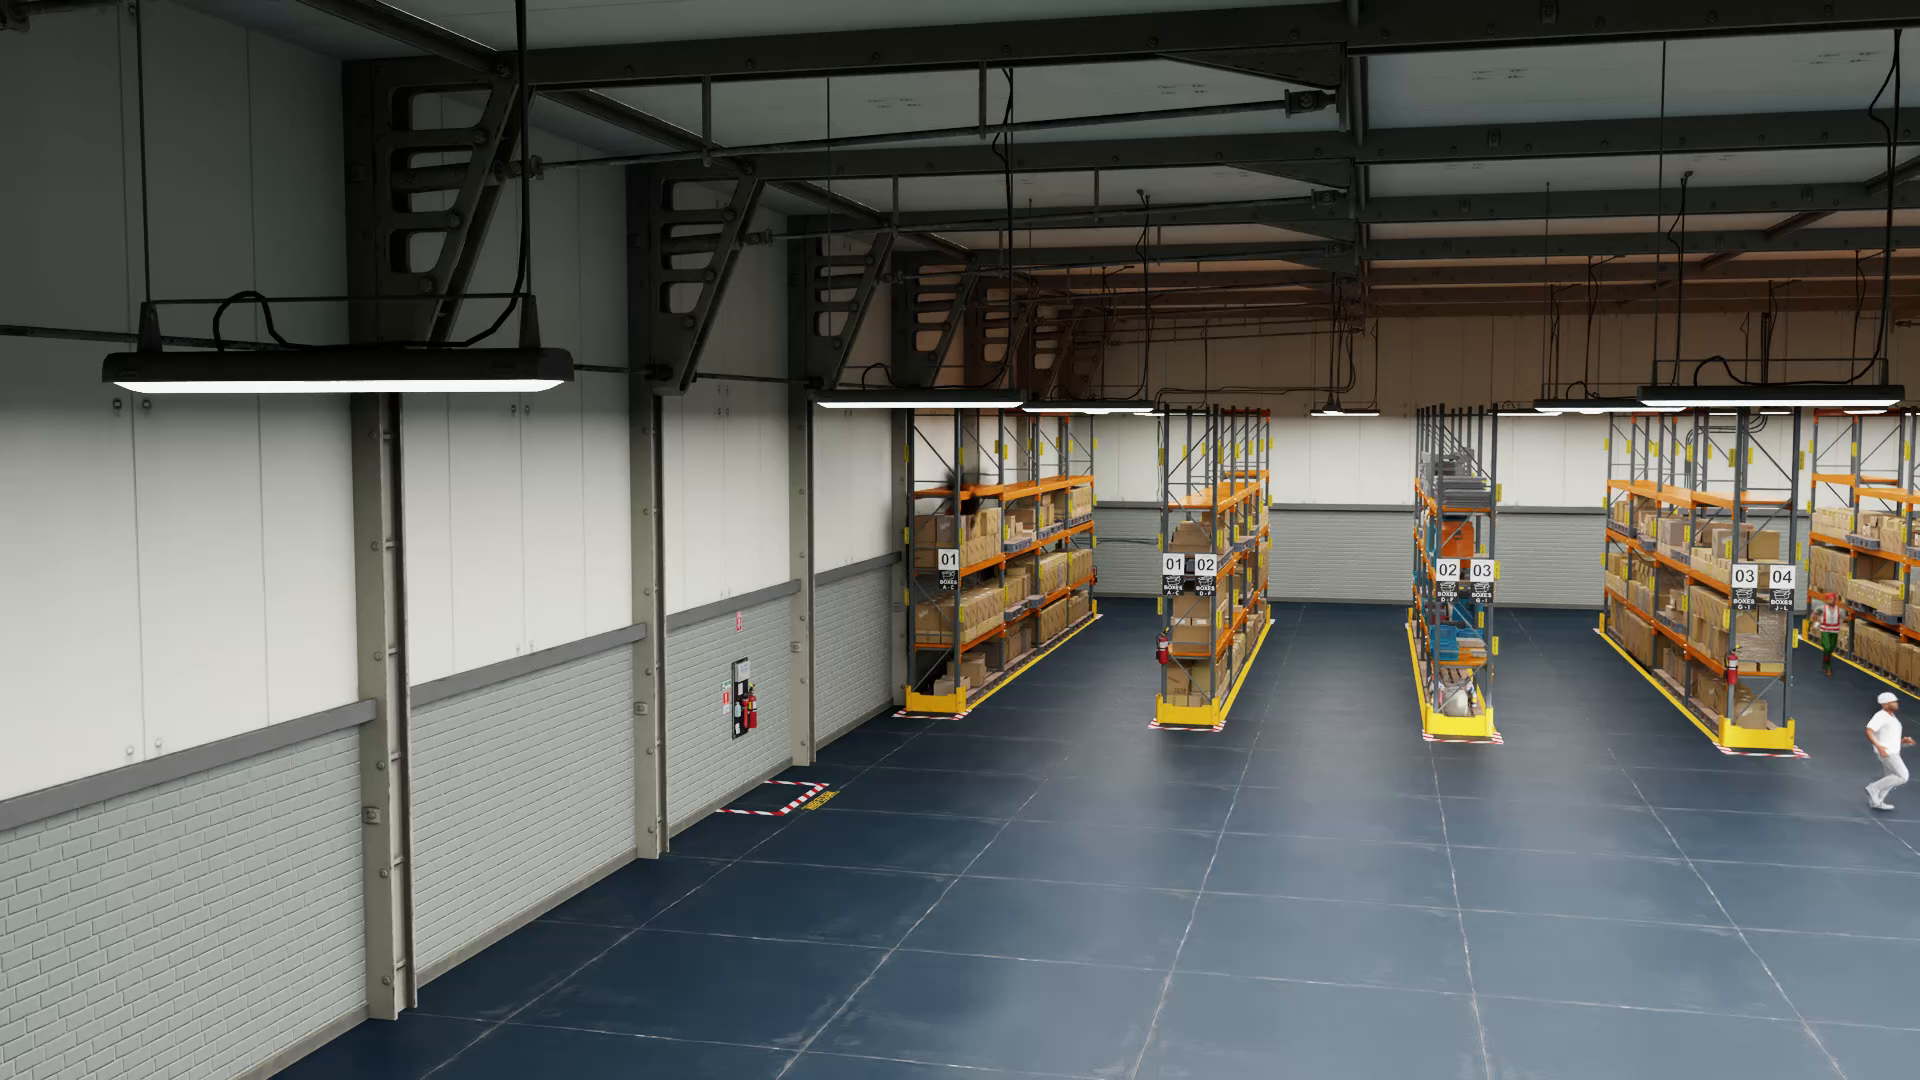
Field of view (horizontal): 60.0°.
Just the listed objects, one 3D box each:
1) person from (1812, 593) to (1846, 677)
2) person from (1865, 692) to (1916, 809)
[{"bbox_3d":[19.527,2.105,37.341,0.639,1.843,0.851,1,4,9],"label":"person"},{"bbox_3d":[13.593,3.087,24.271,0.580,1.719,0.705,3,5,38],"label":"person"}]
